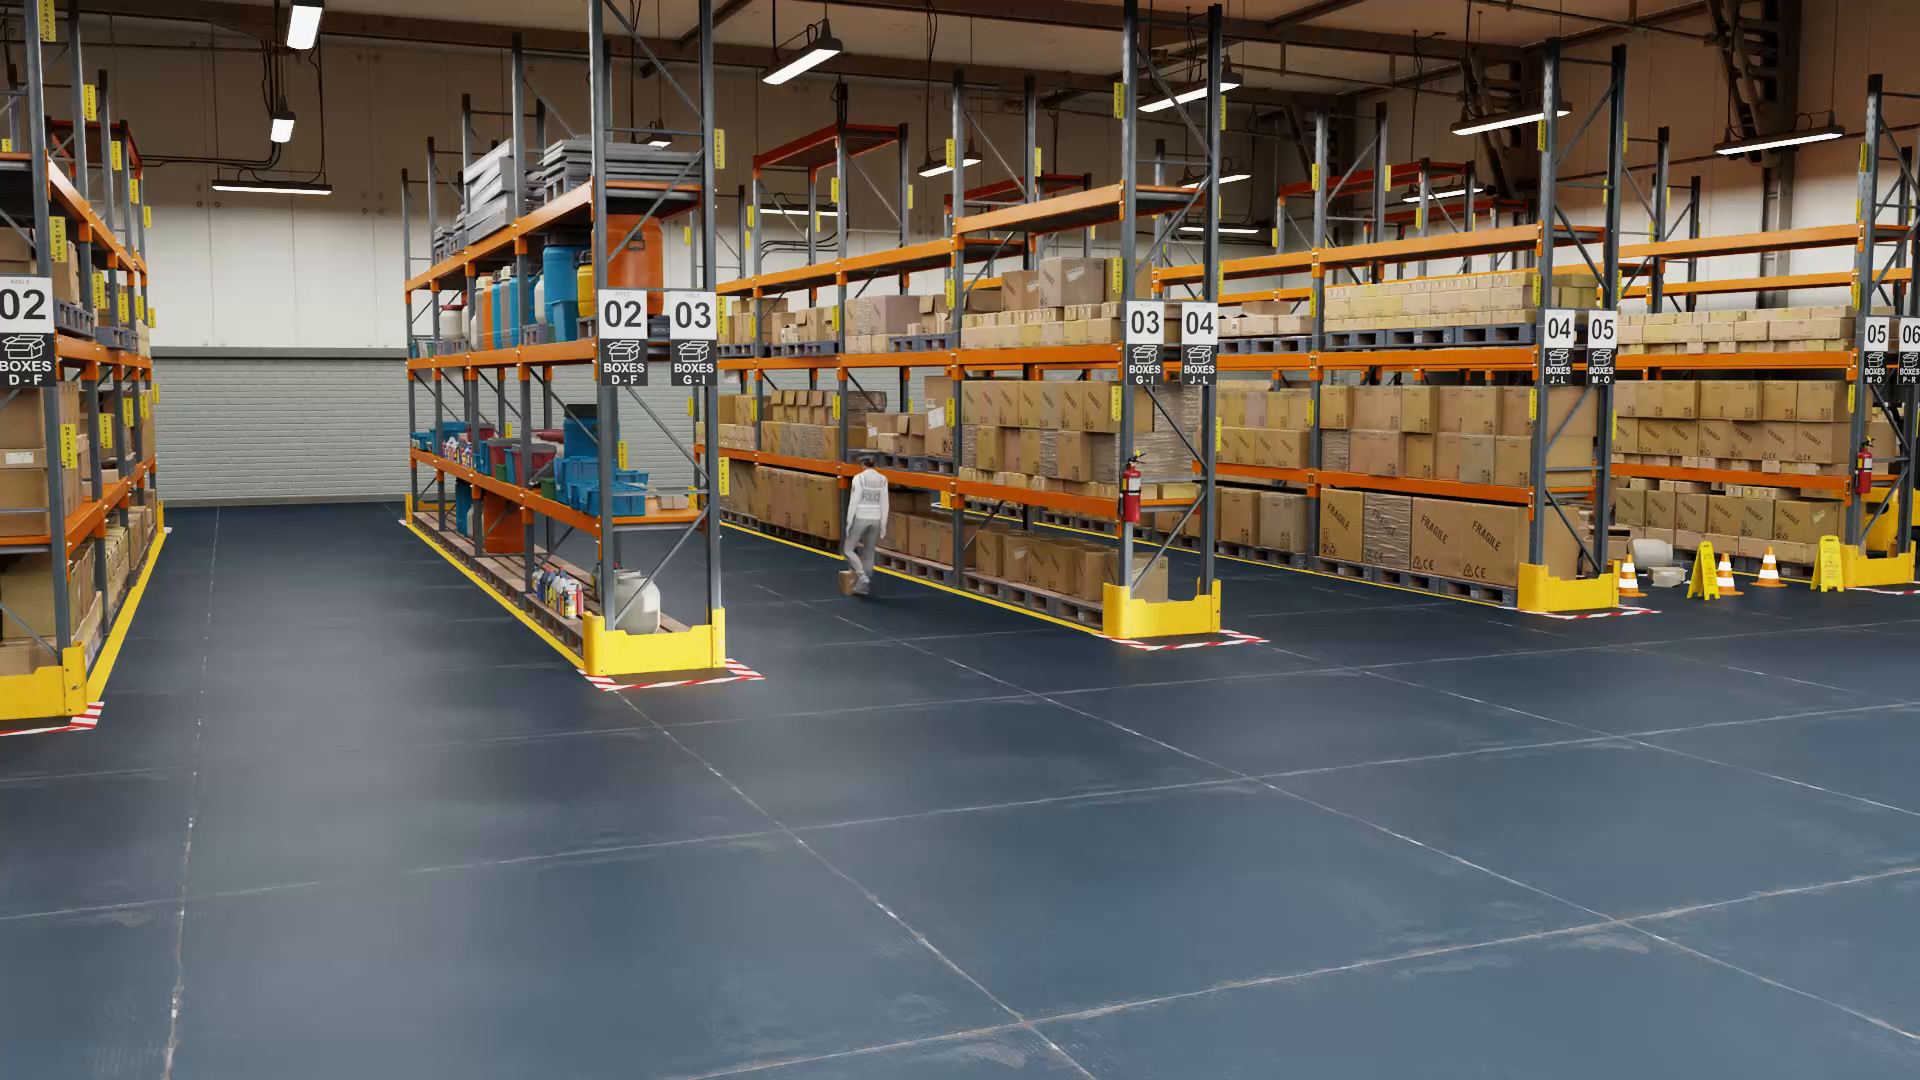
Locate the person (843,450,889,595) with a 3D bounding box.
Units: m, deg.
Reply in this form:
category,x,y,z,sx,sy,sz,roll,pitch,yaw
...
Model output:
category,x,y,z,sx,sy,sz,roll,pitch,yaw
person,-1.081,-0.190,18.751,0.514,1.652,0.620,-3,6,-31
